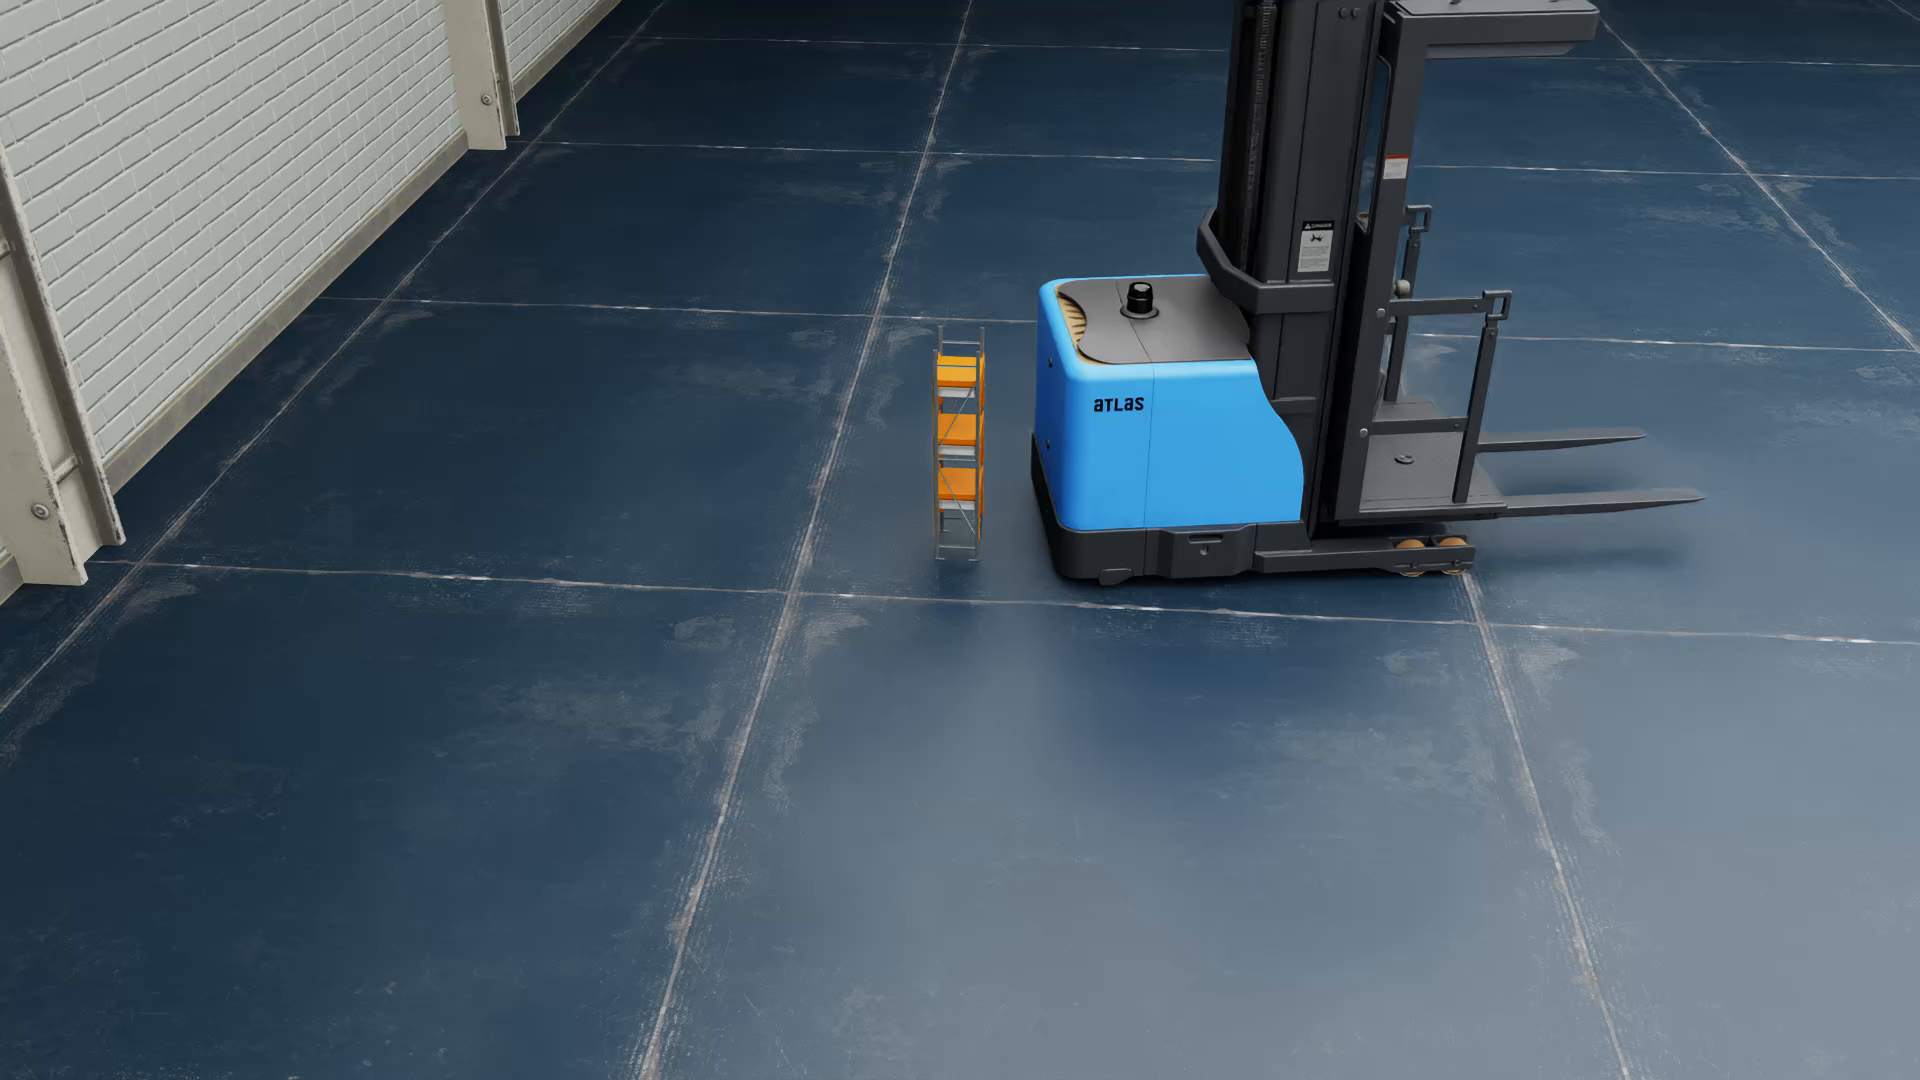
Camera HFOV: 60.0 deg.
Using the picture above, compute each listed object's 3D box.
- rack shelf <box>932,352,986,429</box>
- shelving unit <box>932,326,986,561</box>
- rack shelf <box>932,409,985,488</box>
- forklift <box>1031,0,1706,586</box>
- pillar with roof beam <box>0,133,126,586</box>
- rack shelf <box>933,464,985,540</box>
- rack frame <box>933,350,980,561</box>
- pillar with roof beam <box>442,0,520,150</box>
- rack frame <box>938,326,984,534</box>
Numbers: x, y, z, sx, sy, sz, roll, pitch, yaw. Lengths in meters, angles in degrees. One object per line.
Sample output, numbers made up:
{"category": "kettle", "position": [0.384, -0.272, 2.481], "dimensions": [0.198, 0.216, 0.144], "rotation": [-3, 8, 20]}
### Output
{"category": "rack shelf", "position": [-0.004, -0.652, 7.286], "dimensions": [0.215, 0.259, 0.240], "rotation": [2, 32, 4]}
{"category": "shelving unit", "position": [-0.004, -0.419, 7.429], "dimensions": [0.215, 1.050, 0.252], "rotation": [2, 32, 4]}
{"category": "rack shelf", "position": [-0.004, -0.410, 7.435], "dimensions": [0.215, 0.259, 0.240], "rotation": [2, 32, 4]}
{"category": "forklift", "position": [1.894, -1.356, 7.156], "dimensions": [3.031, 2.935, 1.130], "rotation": [-3, 32, -4]}
{"category": "pillar with roof beam", "position": [0.235, -3.554, 4.940], "dimensions": [9.100, 9.000, 0.400], "rotation": [2, 32, 4]}
{"category": "rack shelf", "position": [-0.004, -0.173, 7.581], "dimensions": [0.215, 0.259, 0.240], "rotation": [2, 32, 4]}
{"category": "rack frame", "position": [-0.014, -0.355, 7.326], "dimensions": [0.200, 1.050, 0.008], "rotation": [2, 32, 4]}
{"category": "pillar with roof beam", "position": [0.724, -6.692, 10.031], "dimensions": [9.100, 9.000, 0.400], "rotation": [2, 32, 4]}
{"category": "rack frame", "position": [0.006, -0.483, 7.533], "dimensions": [0.200, 1.050, 0.008], "rotation": [2, 32, 4]}
